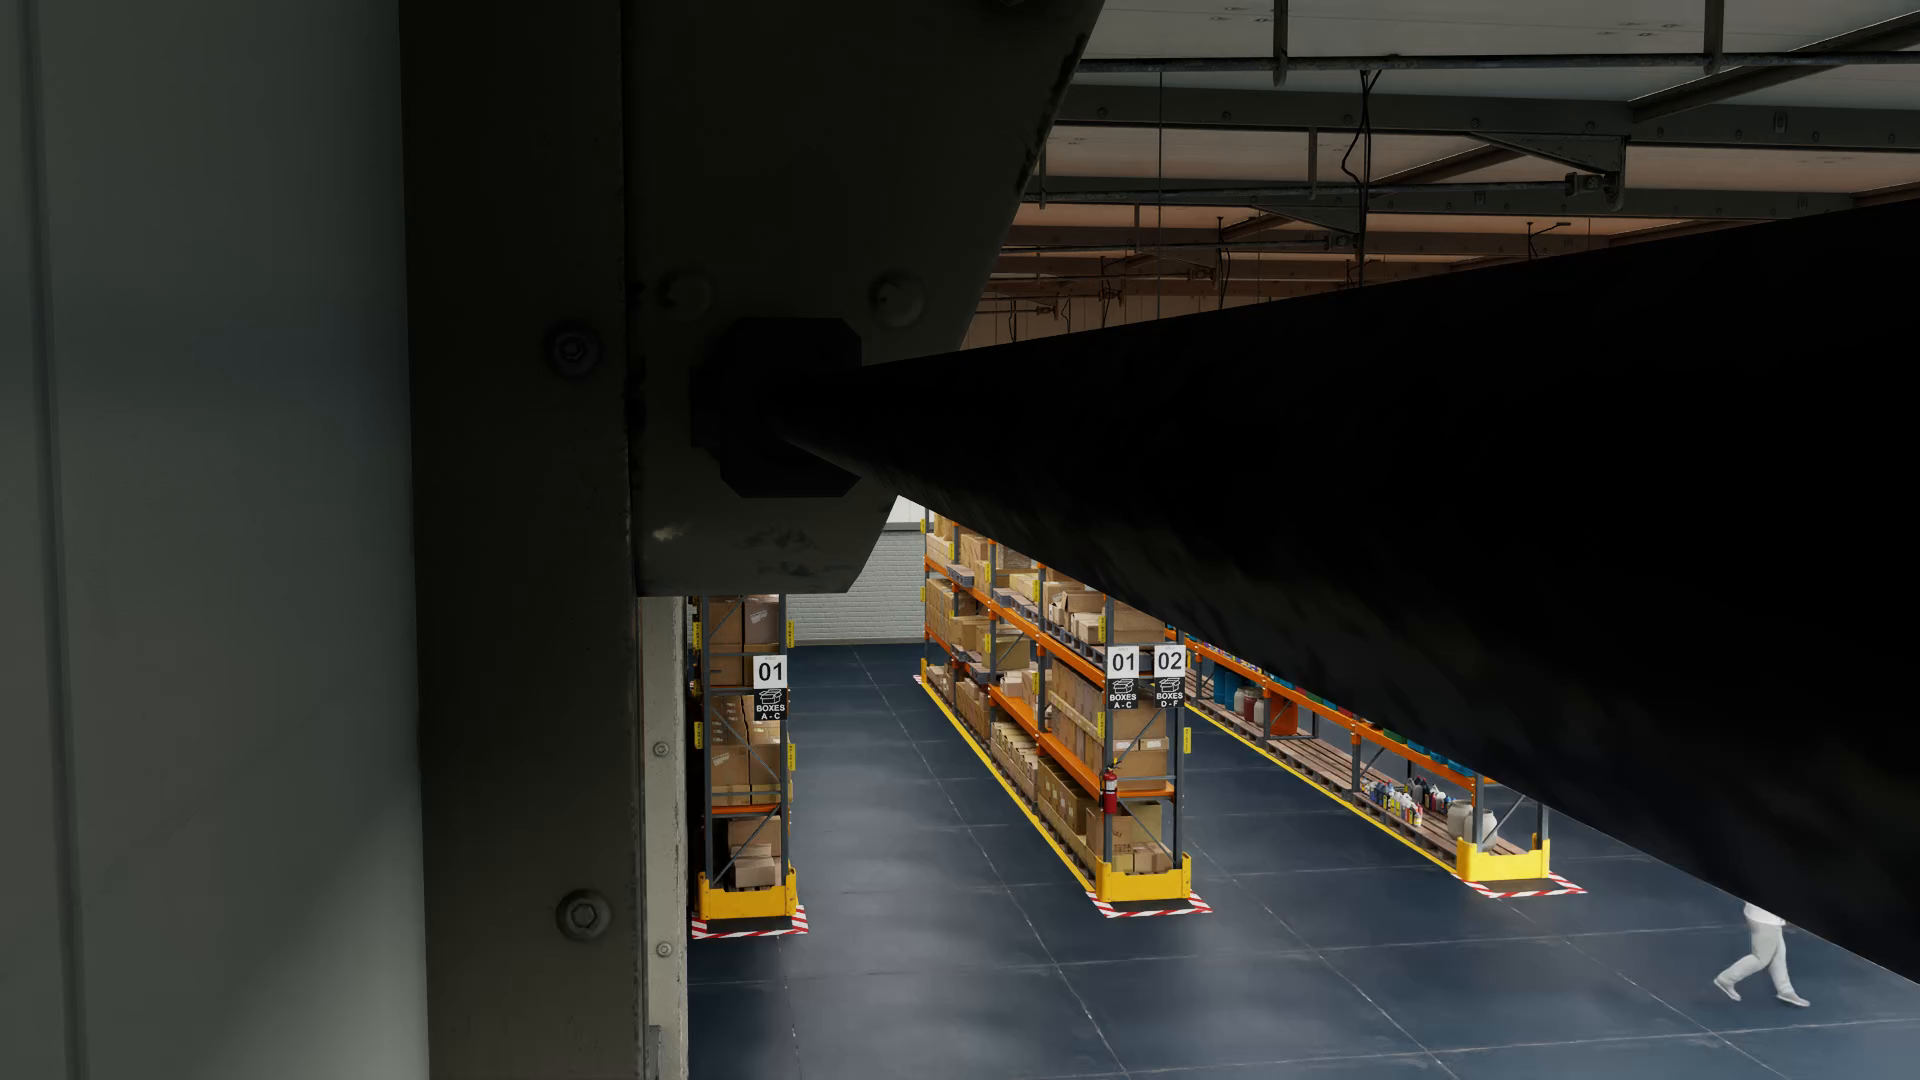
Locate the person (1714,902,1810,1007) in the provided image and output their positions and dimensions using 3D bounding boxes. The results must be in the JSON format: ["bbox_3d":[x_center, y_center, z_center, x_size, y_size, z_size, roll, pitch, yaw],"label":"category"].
[{"bbox_3d":[8.278,3.920,17.103,0.966,1.793,0.659,1,5,11],"label":"person"}]
